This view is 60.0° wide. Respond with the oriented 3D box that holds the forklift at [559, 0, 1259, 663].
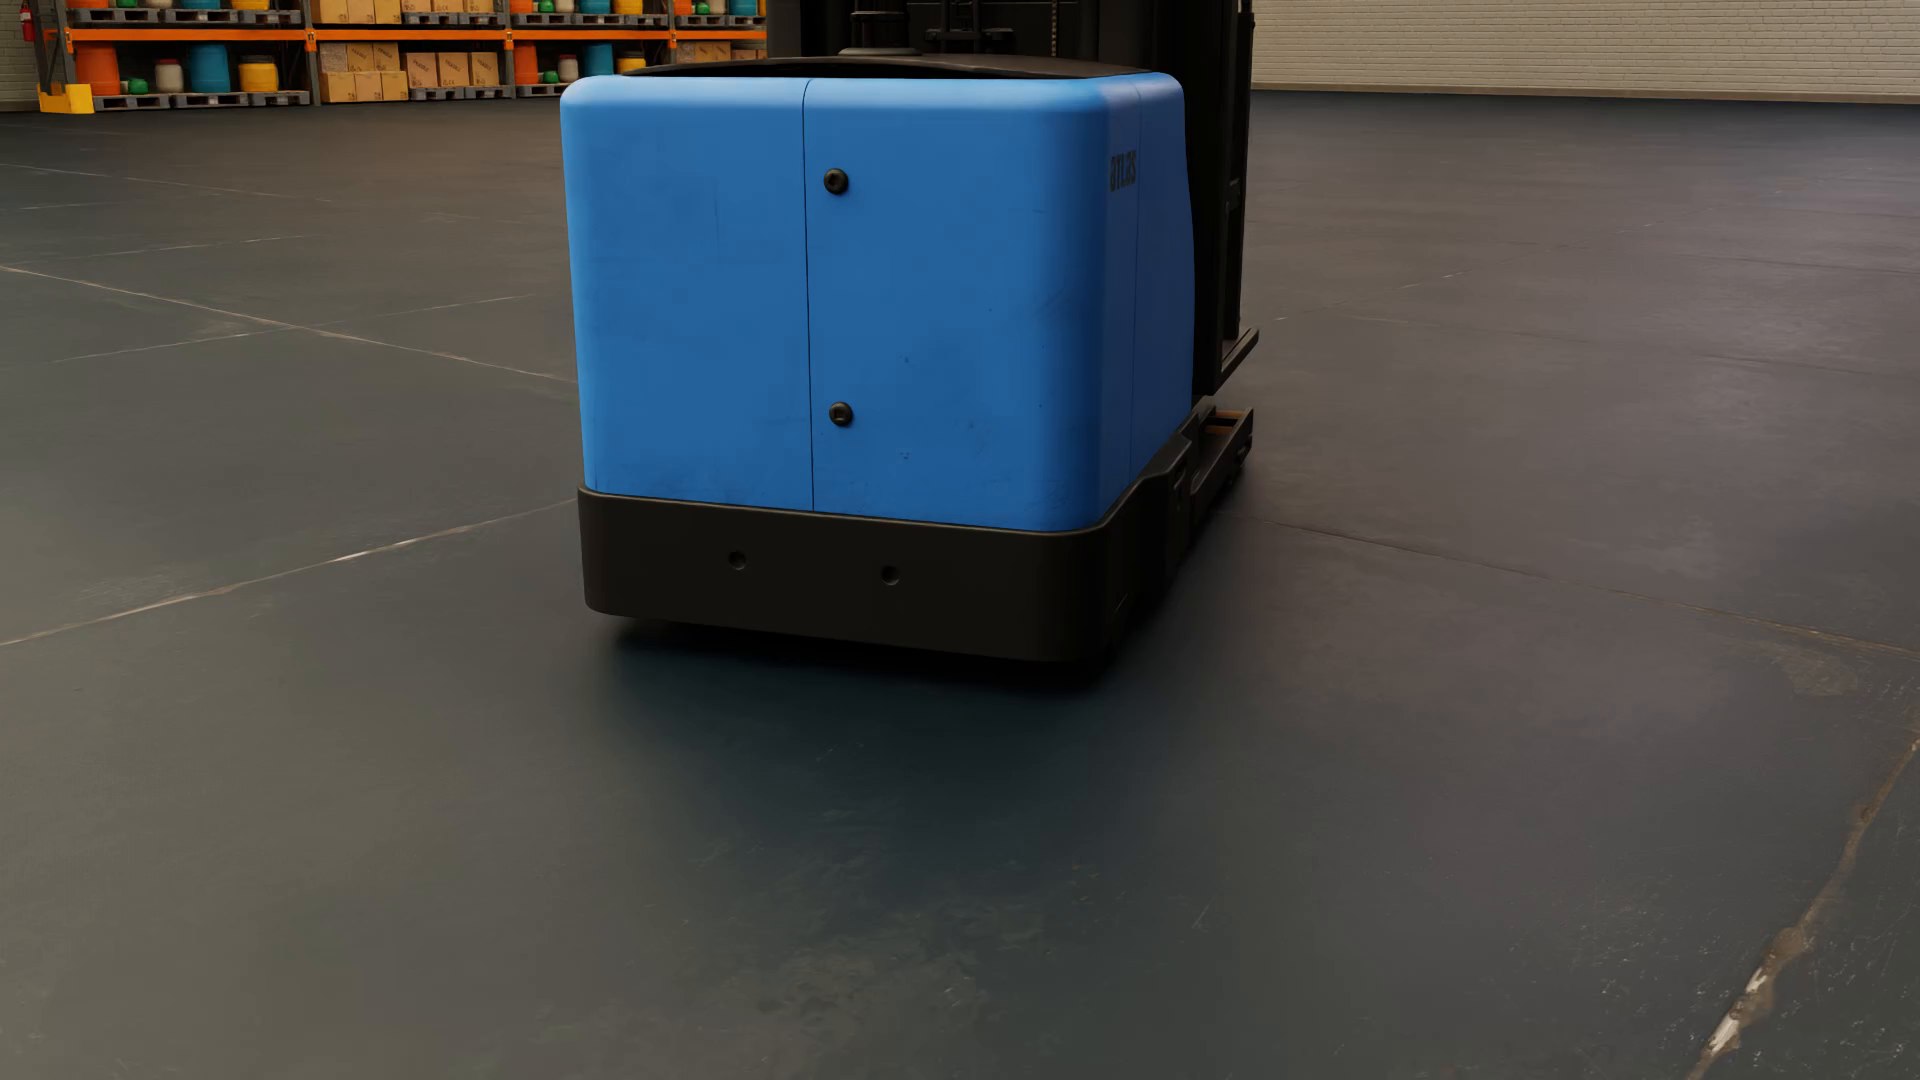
[{"bbox_3d":[0.182,-1.571,4.072,1.130,2.935,3.031,5,18,17],"label":"forklift"}]
